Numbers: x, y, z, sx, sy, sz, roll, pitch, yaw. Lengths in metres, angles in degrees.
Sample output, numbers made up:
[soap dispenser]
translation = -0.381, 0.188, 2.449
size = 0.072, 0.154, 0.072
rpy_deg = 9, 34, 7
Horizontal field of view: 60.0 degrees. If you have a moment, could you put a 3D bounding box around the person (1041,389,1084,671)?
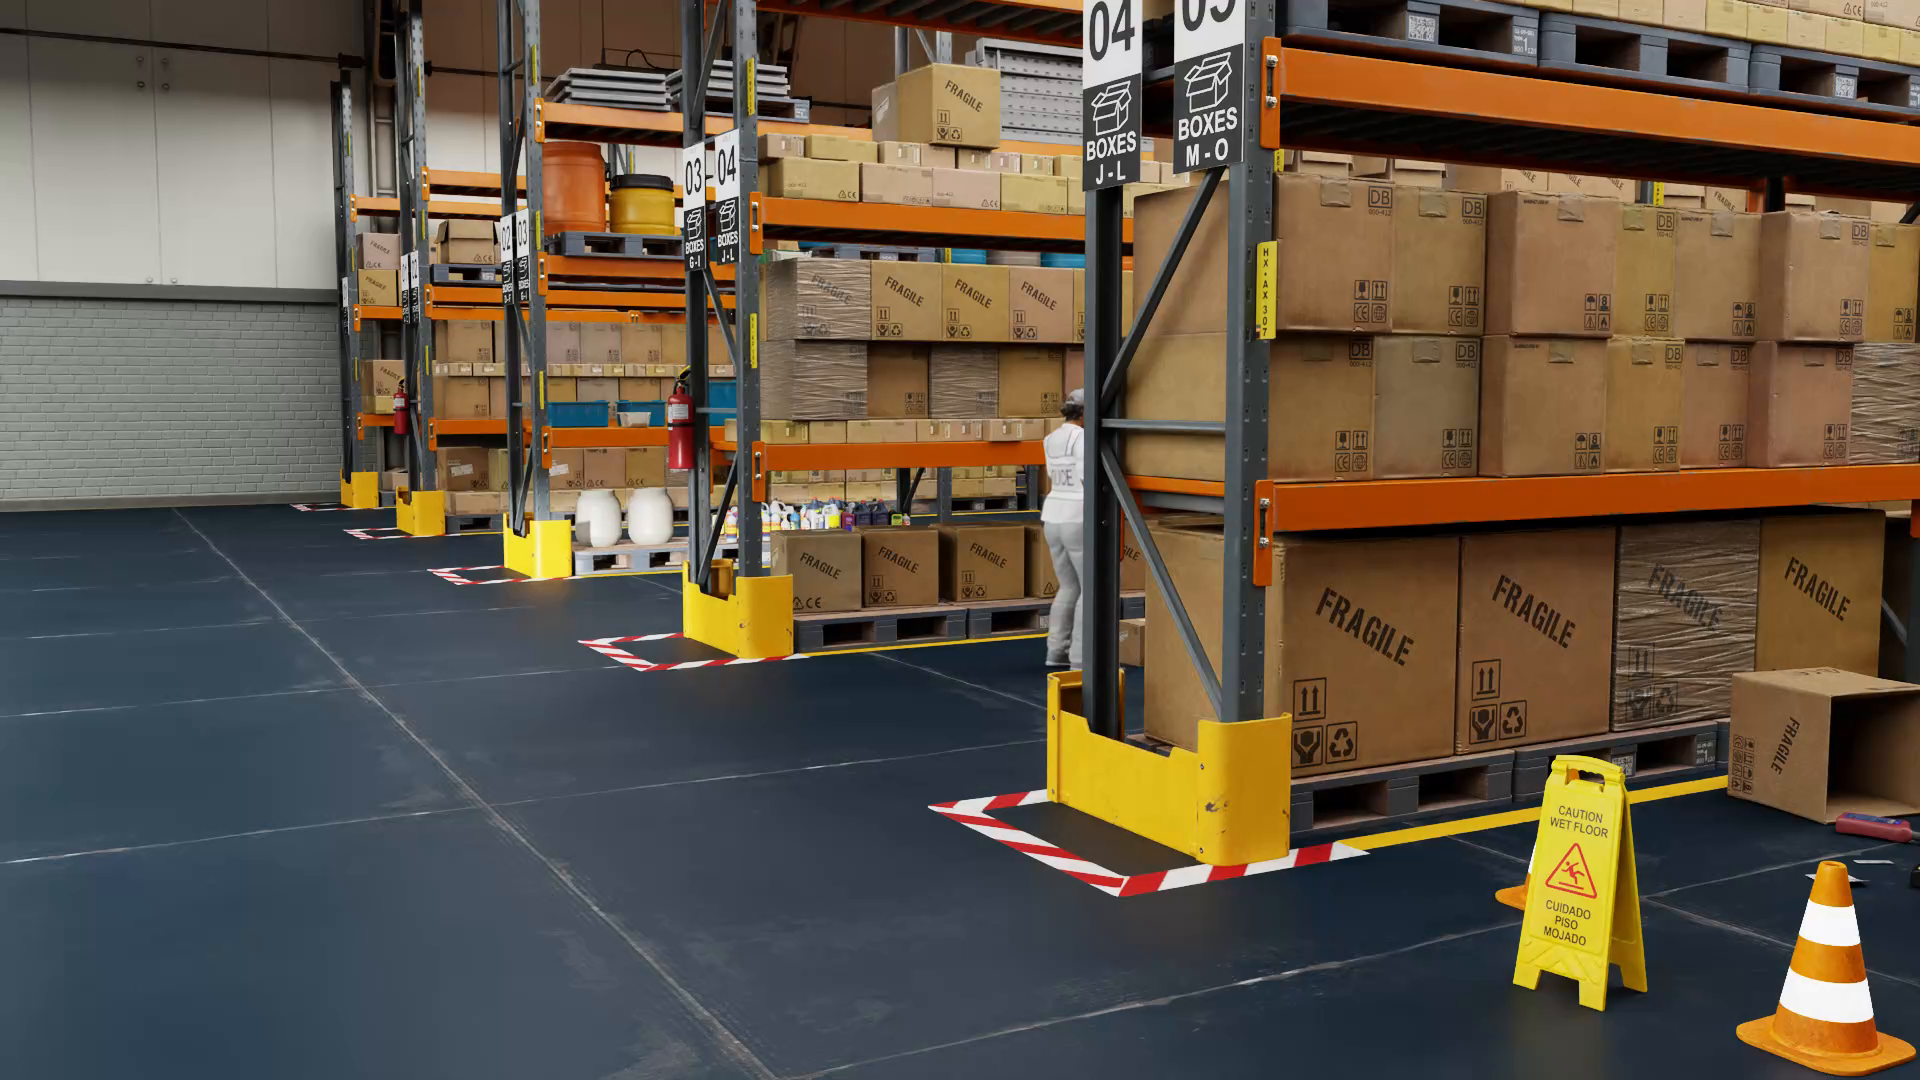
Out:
[person]
translation = 0.687, -0.057, 9.746
size = 0.394, 1.652, 0.475
rpy_deg = -3, 6, -28
